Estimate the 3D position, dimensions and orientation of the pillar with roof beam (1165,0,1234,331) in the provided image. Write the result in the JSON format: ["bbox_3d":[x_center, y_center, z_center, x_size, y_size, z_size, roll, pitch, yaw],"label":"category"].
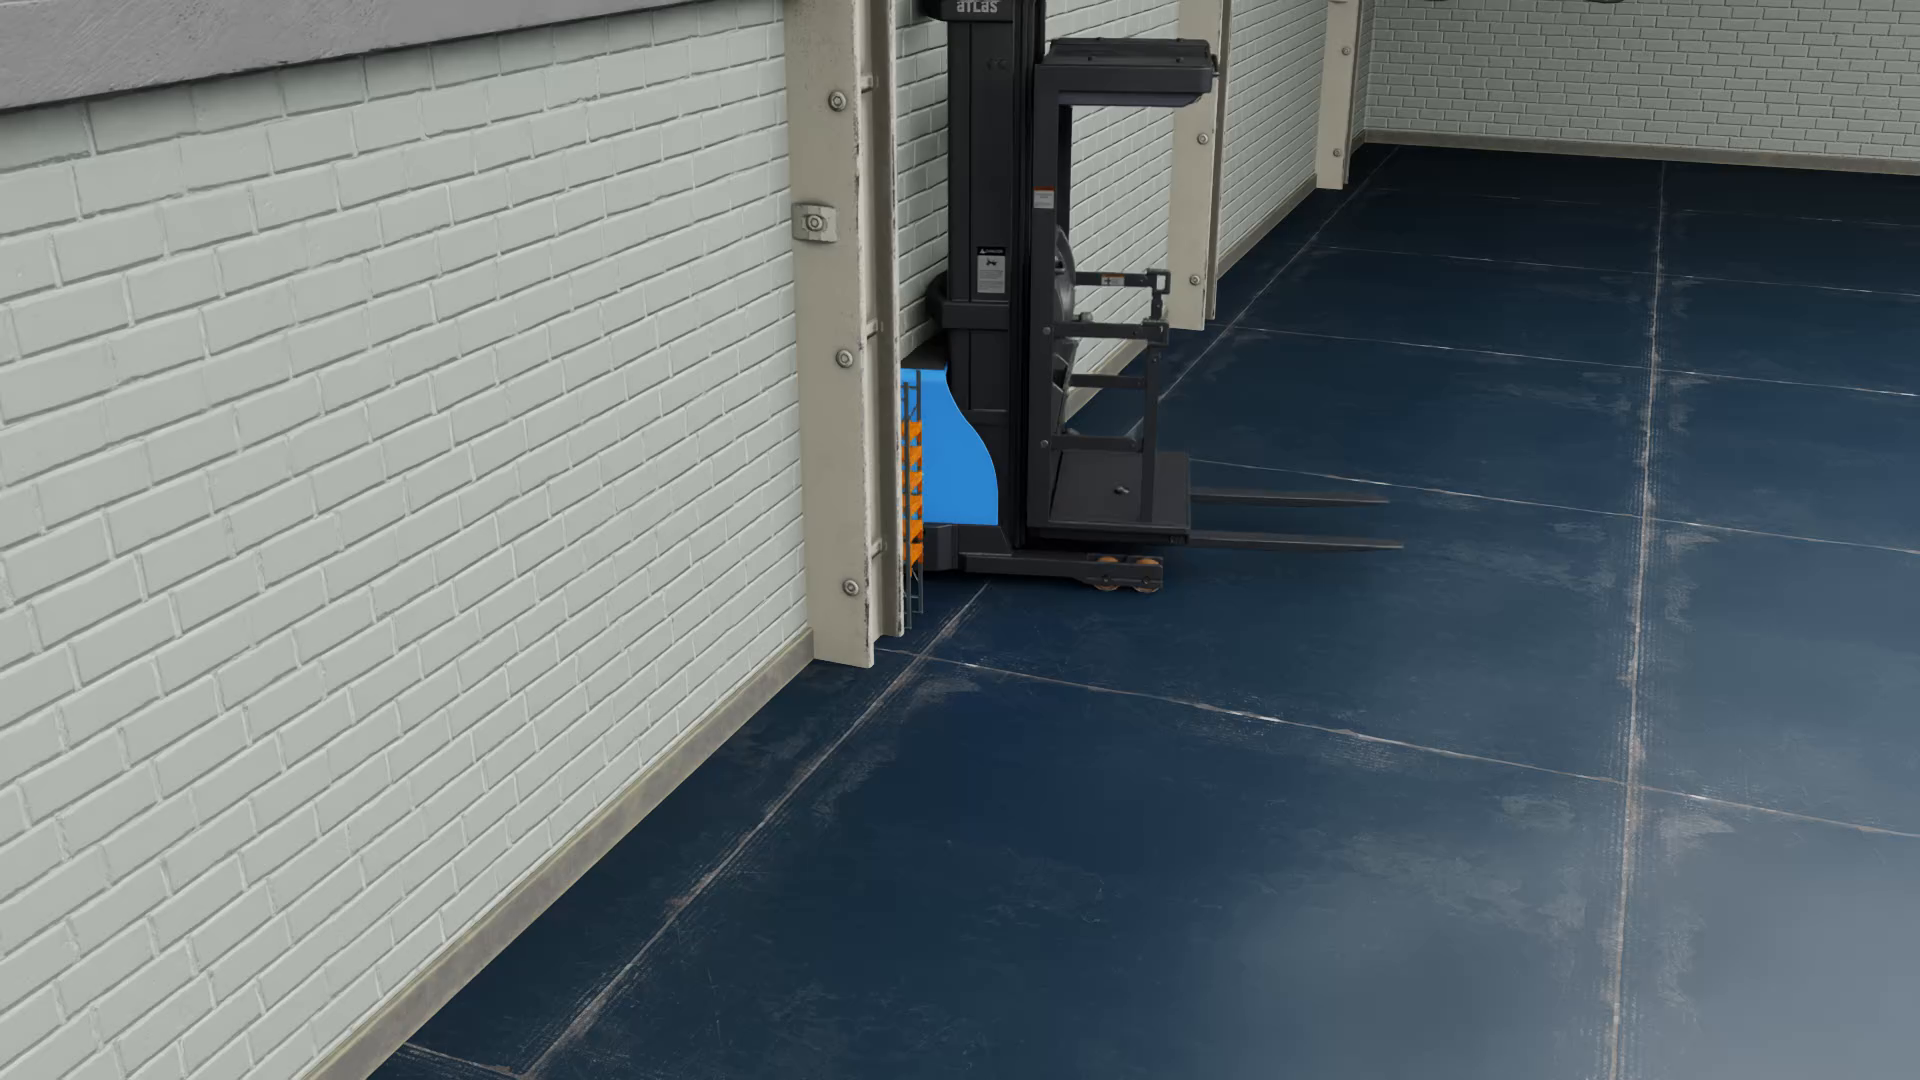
[{"bbox_3d":[5.753,-5.206,9.537,9.100,9.000,0.400,9,24,20],"label":"pillar with roof beam"}]

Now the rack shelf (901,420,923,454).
[{"bbox_3d":[-0.317,-0.476,7.513,0.258,0.103,0.180,6,23,15],"label":"rack shelf"}]

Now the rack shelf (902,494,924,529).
[{"bbox_3d":[-0.317,-0.143,7.650,0.258,0.103,0.180,6,23,15],"label":"rack shelf"}]

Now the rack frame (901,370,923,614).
[{"bbox_3d":[-0.292,-0.218,7.714,0.240,1.200,0.006,6,23,15],"label":"rack frame"}]

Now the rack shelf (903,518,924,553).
[{"bbox_3d":[-0.317,-0.032,7.696,0.258,0.103,0.180,6,23,15],"label":"rack shelf"}]

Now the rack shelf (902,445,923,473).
[{"bbox_3d":[-0.317,-0.365,7.559,0.258,0.103,0.180,6,23,15],"label":"rack shelf"}]

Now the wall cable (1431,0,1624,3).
[{"bbox_3d":[6.306,-7.401,18.822,3.097,2.526,0.112,9,24,20],"label":"wall cable"}]

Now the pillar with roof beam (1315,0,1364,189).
[{"bbox_3d":[7.981,-7.353,14.677,9.100,9.000,0.400,9,24,20],"label":"pillar with roof beam"}]

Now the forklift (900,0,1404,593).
[{"bbox_3d":[0.696,-1.310,8.083,3.031,2.935,1.130,3,23,7],"label":"forklift"}]

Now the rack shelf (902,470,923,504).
[{"bbox_3d":[-0.317,-0.254,7.604,0.258,0.103,0.180,6,23,15],"label":"rack shelf"}]

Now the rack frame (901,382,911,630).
[{"bbox_3d":[-0.342,-0.151,7.552,0.240,1.200,0.006,6,23,15],"label":"rack frame"}]

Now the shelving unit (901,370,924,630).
[{"bbox_3d":[-0.317,-0.184,7.633,0.258,1.200,0.189,6,23,15],"label":"shelving unit"}]

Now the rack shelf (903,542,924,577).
[{"bbox_3d":[-0.318,0.079,7.742,0.258,0.103,0.180,6,23,15],"label":"rack shelf"}]

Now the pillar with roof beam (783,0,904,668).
[{"bbox_3d":[3.524,-3.058,4.397,9.100,9.000,0.400,9,24,20],"label":"pillar with roof beam"}]
